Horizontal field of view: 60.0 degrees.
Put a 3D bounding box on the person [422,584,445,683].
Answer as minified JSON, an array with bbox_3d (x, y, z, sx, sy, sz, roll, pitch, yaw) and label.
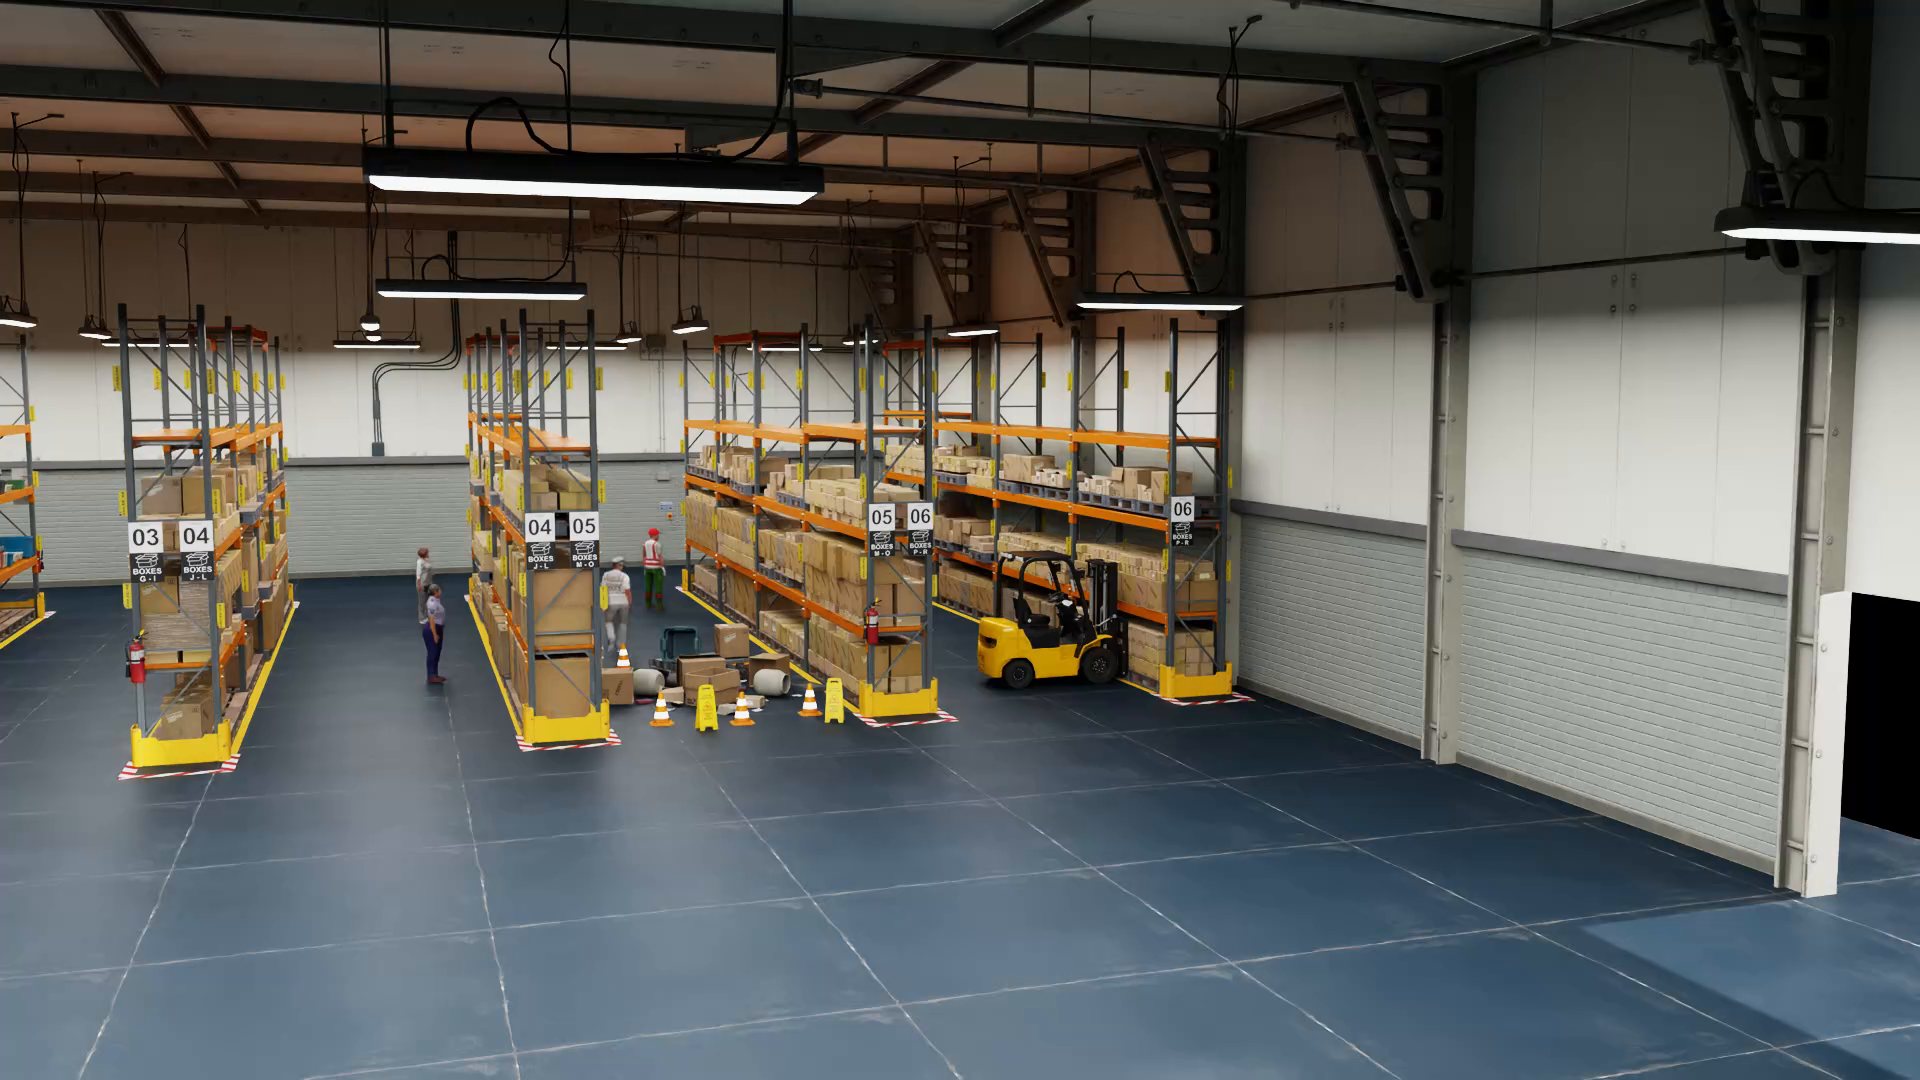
[{"bbox_3d":[-8.774,1.552,27.777,0.379,1.655,0.521,0,5,-3],"label":"person"}]

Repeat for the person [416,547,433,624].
[{"bbox_3d":[-11.109,0.951,34.524,0.336,1.624,0.492,2,6,23],"label":"person"}]

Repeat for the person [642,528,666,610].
[{"bbox_3d":[-6.708,0.630,36.614,0.606,1.793,0.412,3,6,28],"label":"person"}]

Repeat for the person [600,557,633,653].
[{"bbox_3d":[-6.351,1.197,30.771,0.604,1.765,0.510,-1,6,-15],"label":"person"}]
